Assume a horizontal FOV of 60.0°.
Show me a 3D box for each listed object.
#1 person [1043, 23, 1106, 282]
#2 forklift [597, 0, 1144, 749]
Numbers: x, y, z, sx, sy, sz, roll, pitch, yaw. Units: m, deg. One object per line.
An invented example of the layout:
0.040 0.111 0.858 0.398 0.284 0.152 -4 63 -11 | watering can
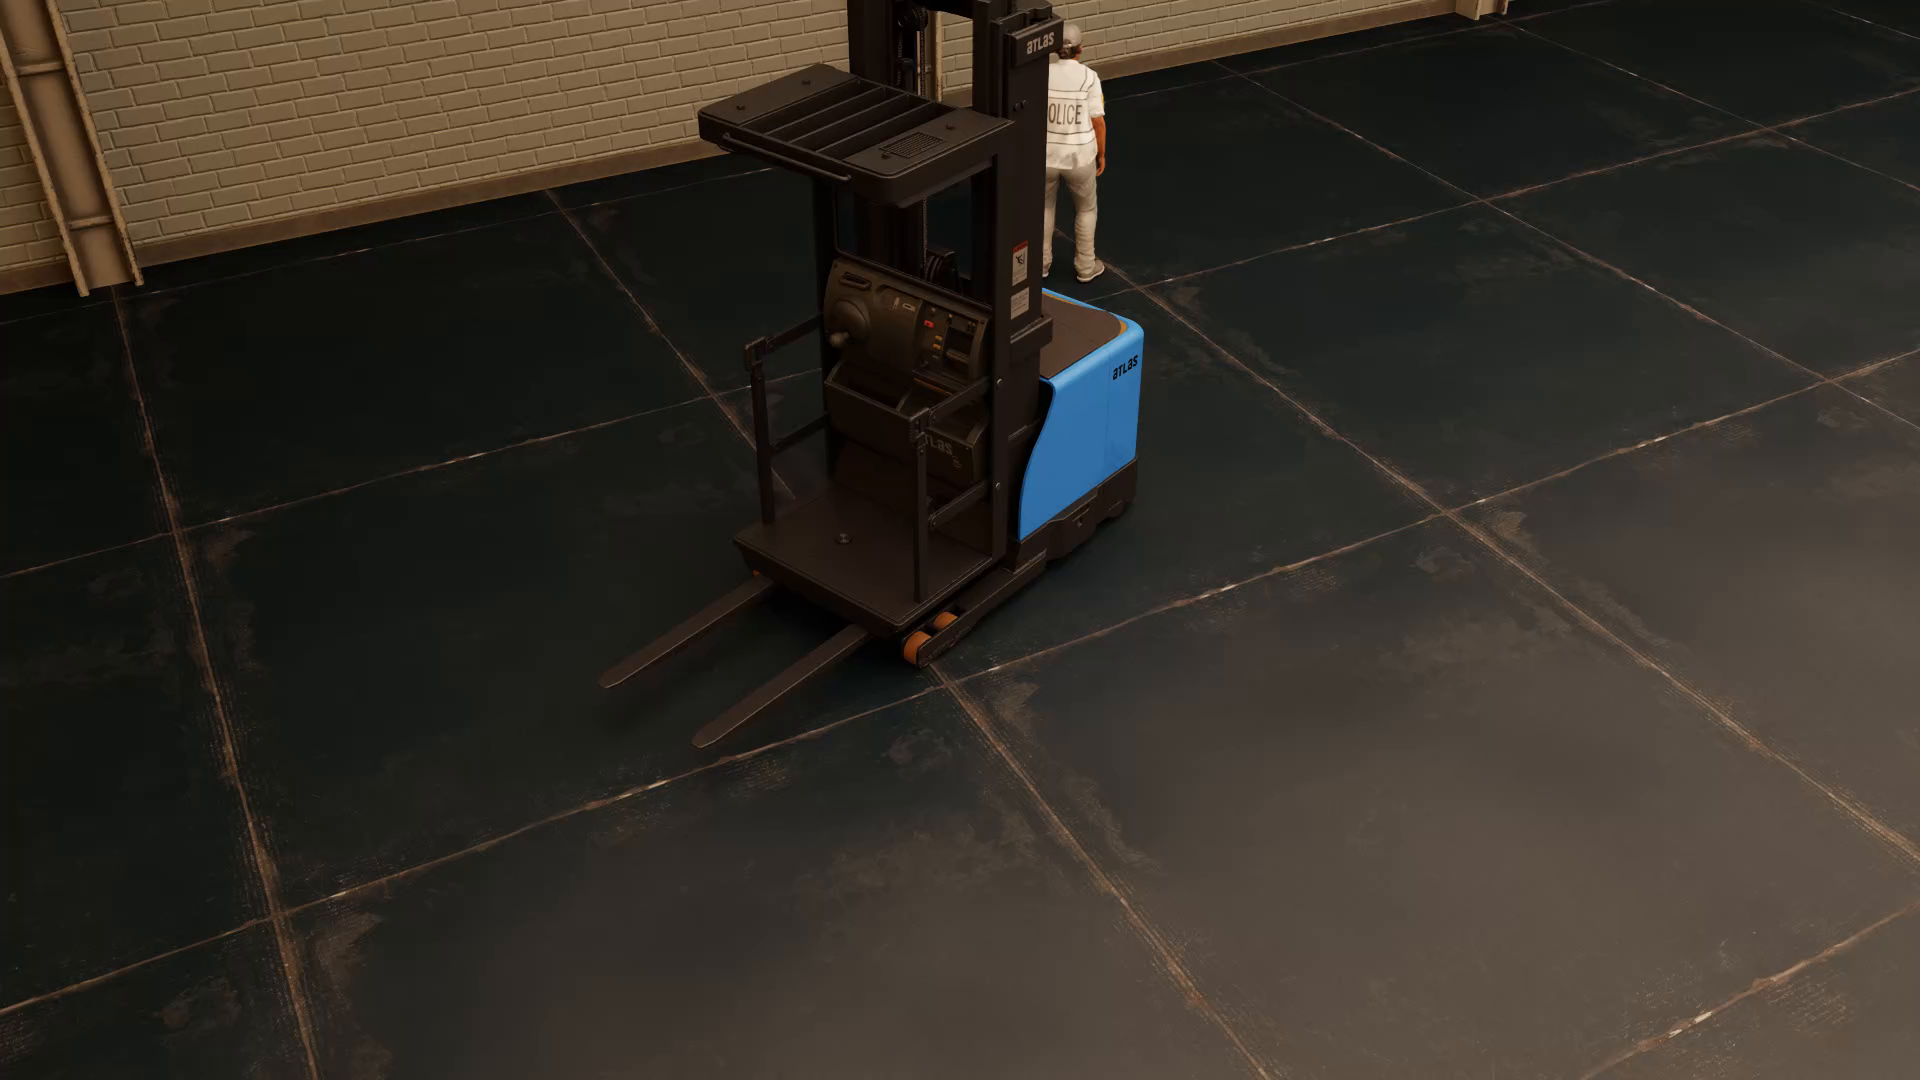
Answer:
0.688 -2.482 10.732 0.542 1.666 0.468 8 36 11 | person
-0.390 -0.927 7.434 1.130 2.935 3.031 26 43 31 | forklift
